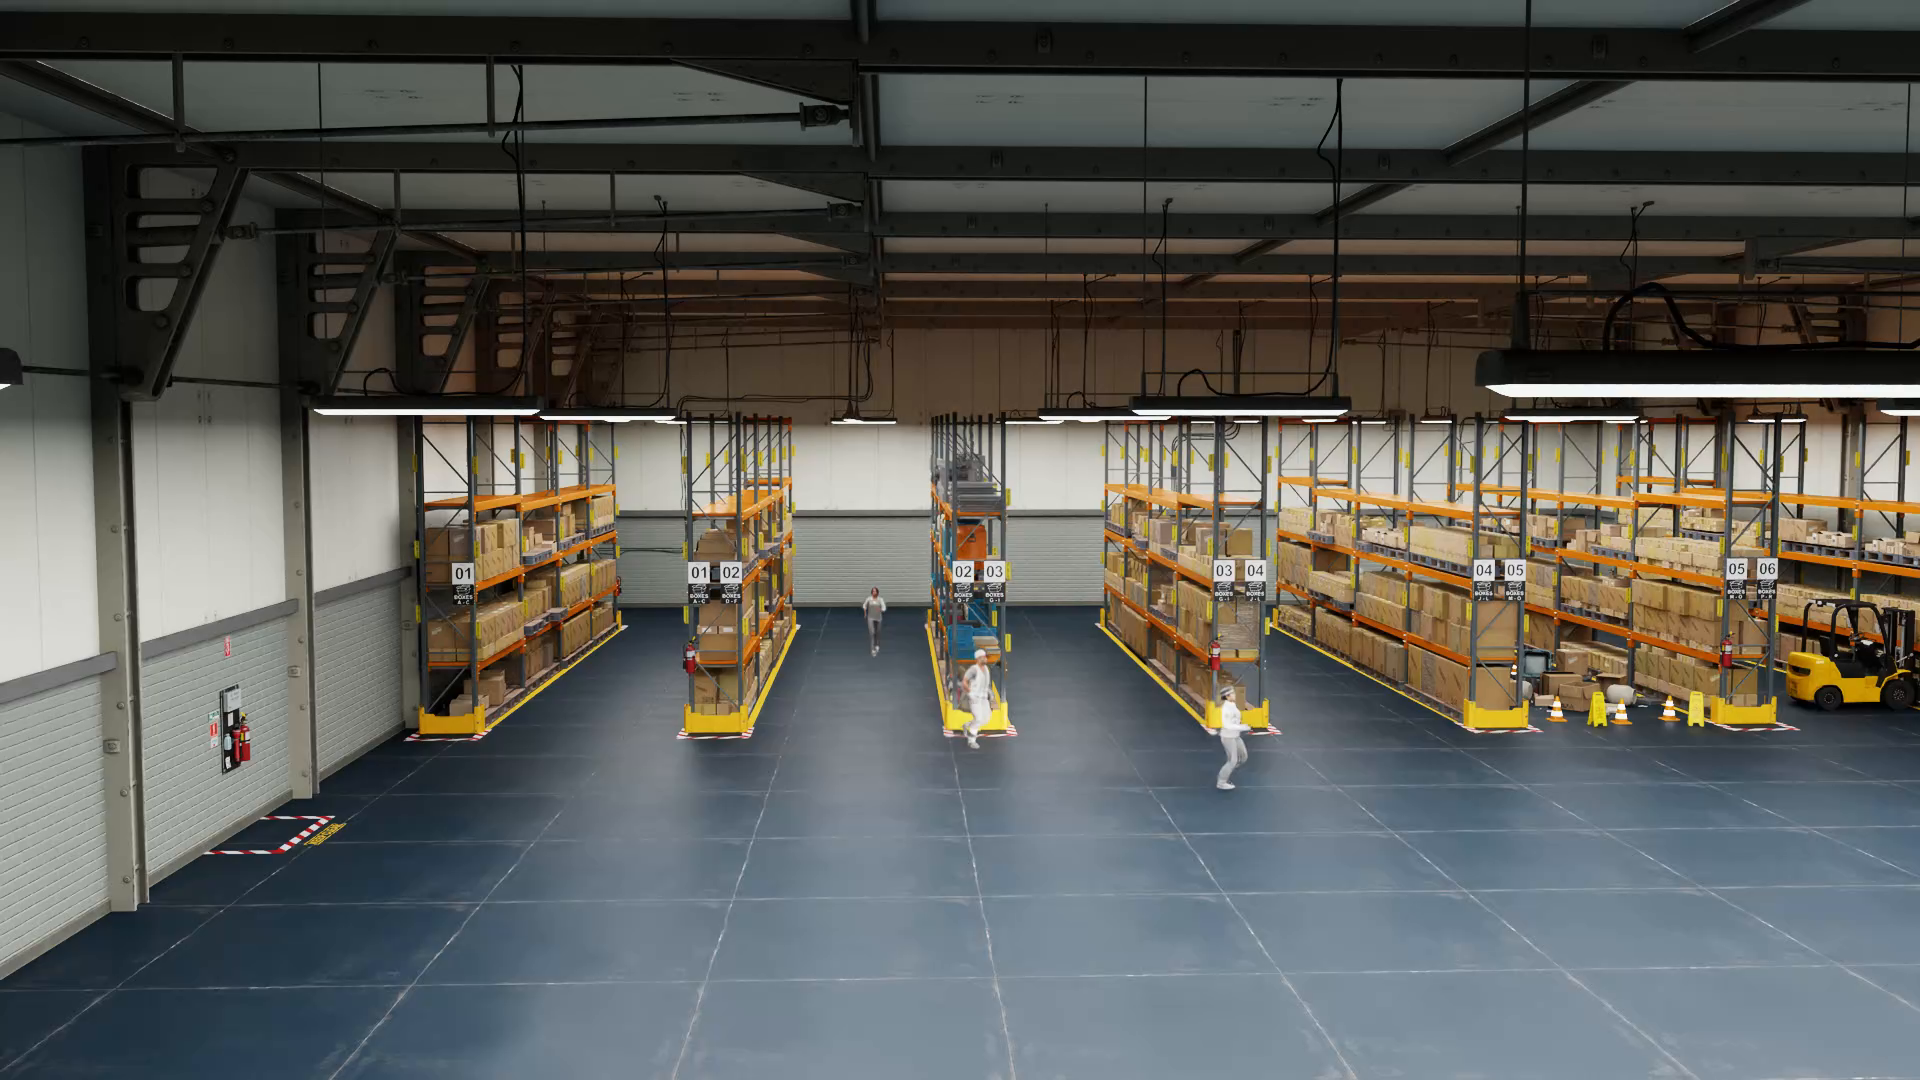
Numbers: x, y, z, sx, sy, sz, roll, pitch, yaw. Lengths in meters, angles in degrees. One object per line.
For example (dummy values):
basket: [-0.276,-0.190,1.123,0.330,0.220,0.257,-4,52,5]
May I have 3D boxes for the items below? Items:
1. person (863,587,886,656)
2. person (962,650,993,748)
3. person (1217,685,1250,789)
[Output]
person: [-2.026,1.933,39.554,0.534,1.599,0.826,0,4,-7]
person: [0.302,2.838,29.920,0.574,1.731,0.702,3,5,41]
person: [4.324,3.100,26.189,0.543,1.655,0.597,1,4,21]
